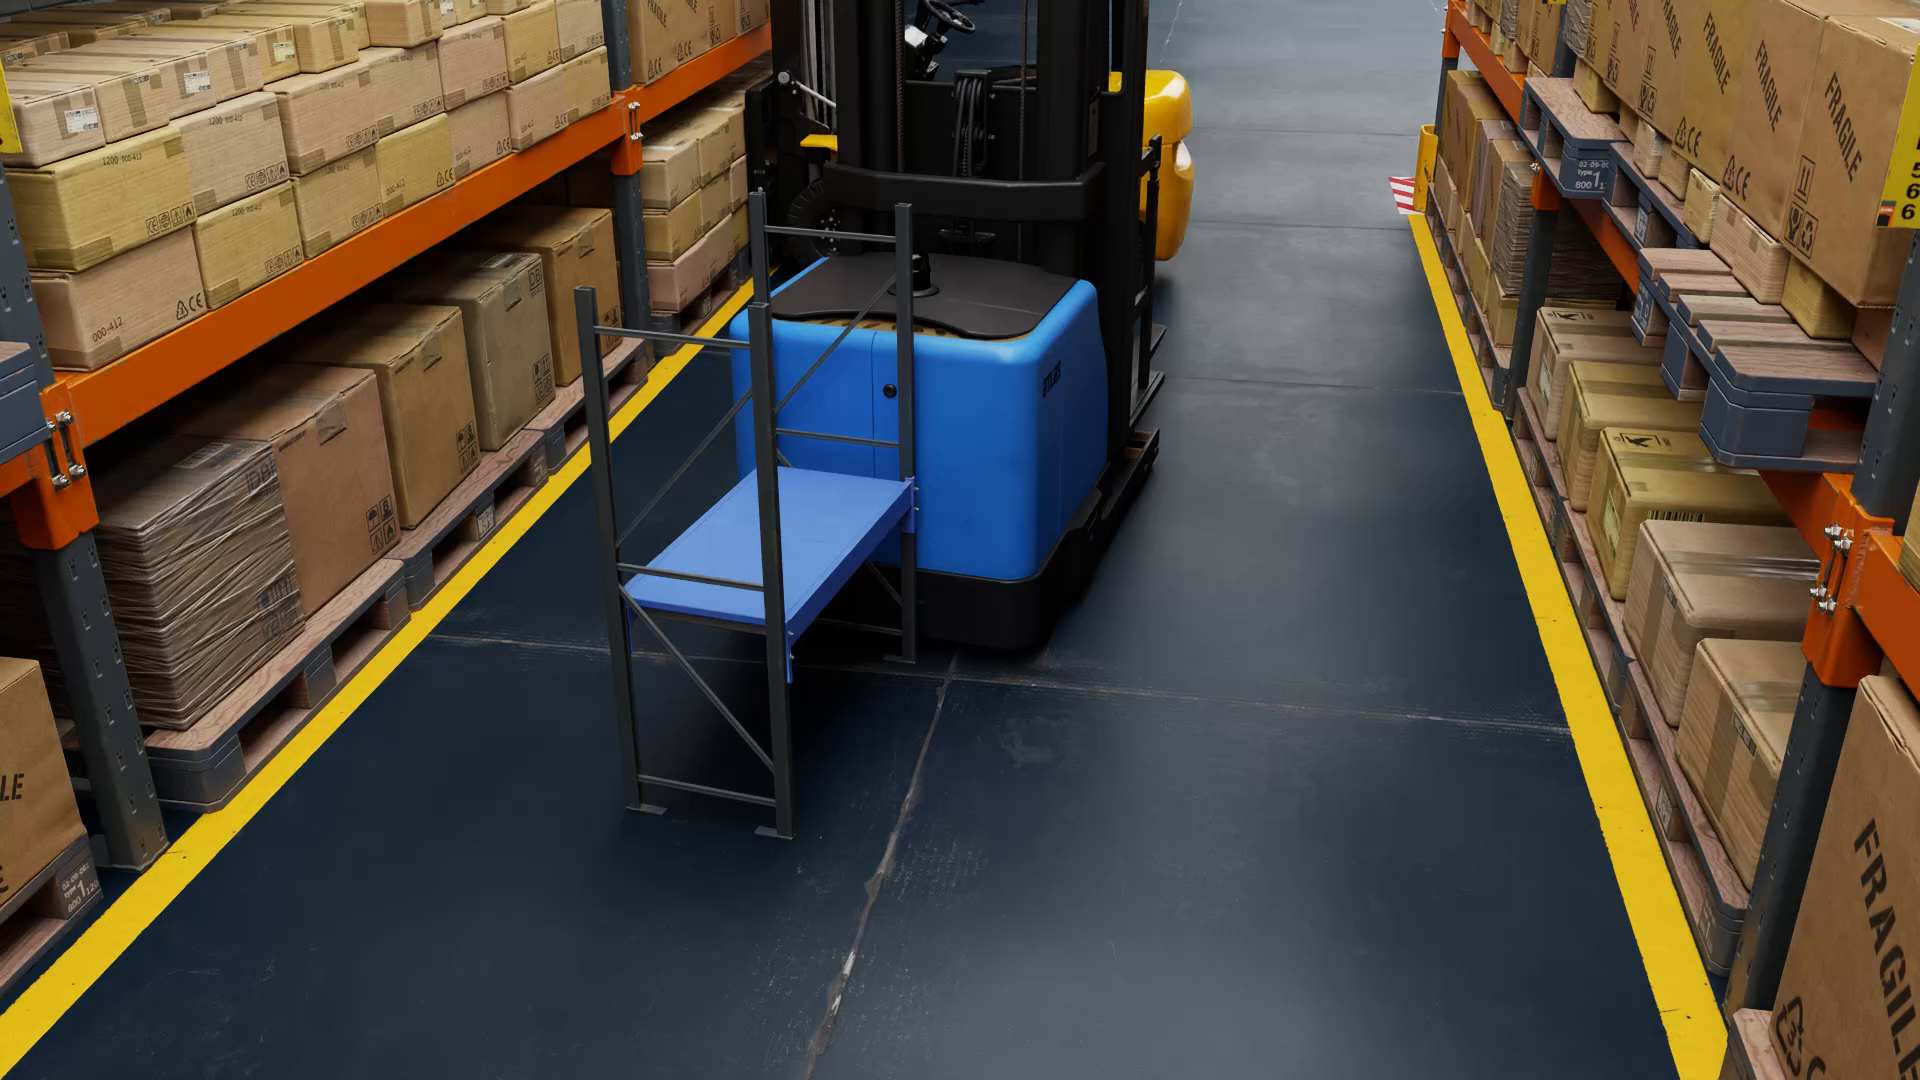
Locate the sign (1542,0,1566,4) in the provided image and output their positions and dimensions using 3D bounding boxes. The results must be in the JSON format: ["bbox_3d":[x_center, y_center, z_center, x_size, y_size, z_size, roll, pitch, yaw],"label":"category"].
[{"bbox_3d":[2.384,-2.297,6.597,0.100,0.325,0.005,4,25,9],"label":"sign"}]

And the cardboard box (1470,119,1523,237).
[{"bbox_3d":[2.916,-1.847,8.521,0.500,0.500,0.500,5,26,11],"label":"cardboard box"}]

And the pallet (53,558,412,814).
[{"bbox_3d":[-2.458,0.382,5.185,1.003,0.211,1.213,4,25,9],"label":"pallet"}]

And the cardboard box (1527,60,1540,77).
[{"bbox_3d":[2.706,-2.017,7.317,0.380,0.149,0.250,5,25,10],"label":"cardboard box"}]

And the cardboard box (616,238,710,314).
[{"bbox_3d":[-1.572,-1.337,8.316,0.500,0.250,0.500,4,25,9],"label":"cardboard box"}]

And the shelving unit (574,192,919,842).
[{"bbox_3d":[-0.534,-0.106,4.706,0.538,1.500,1.048,8,26,16],"label":"shelving unit"}]

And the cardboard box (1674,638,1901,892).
[{"bbox_3d":[2.369,0.567,4.104,0.950,0.372,0.625,2,25,5],"label":"cardboard box"}]

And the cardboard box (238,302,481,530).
[{"bbox_3d":[-2.307,-0.470,6.021,0.875,0.625,0.625,3,25,6],"label":"cardboard box"}]

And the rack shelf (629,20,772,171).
[{"bbox_3d":[-1.651,-2.723,9.378,1.077,0.370,4.000,4,25,9],"label":"rack shelf"}]

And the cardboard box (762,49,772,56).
[{"bbox_3d":[-1.091,-3.069,10.837,0.500,0.250,0.500,5,26,10],"label":"cardboard box"}]

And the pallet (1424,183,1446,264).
[{"bbox_3d":[3.394,-1.911,10.084,1.003,0.211,1.213,4,25,9],"label":"pallet"}]

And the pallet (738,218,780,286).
[{"bbox_3d":[-1.609,-1.791,9.827,1.003,0.211,1.213,4,25,9],"label":"pallet"}]

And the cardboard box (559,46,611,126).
[{"bbox_3d":[-1.802,-1.916,6.981,0.500,0.250,0.500,5,25,10],"label":"cardboard box"}]

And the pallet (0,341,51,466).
[{"bbox_3d":[-2.673,-0.164,3.289,1.213,0.211,1.003,4,25,9],"label":"pallet"}]

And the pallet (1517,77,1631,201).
[{"bbox_3d":[2.652,-1.474,6.086,1.003,0.211,1.213,4,25,9],"label":"pallet"}]

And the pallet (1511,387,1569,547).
[{"bbox_3d":[2.794,-0.282,6.602,1.003,0.211,1.213,4,25,9],"label":"pallet"}]

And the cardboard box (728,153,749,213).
[{"bbox_3d":[-1.420,-1.985,9.111,0.500,0.250,0.500,4,25,8],"label":"cardboard box"}]

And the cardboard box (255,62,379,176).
[{"bbox_3d":[-2.131,-1.294,5.063,0.500,0.250,0.500,3,25,7],"label":"cardboard box"}]

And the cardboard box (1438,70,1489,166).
[{"bbox_3d":[3.166,-2.499,9.915,0.500,0.500,0.500,3,25,7],"label":"cardboard box"}]

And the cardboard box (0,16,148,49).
[{"bbox_3d":[-2.652,-1.461,4.951,0.380,0.149,0.250,4,25,8],"label":"cardboard box"}]

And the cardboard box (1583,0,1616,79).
[{"bbox_3d":[2.479,-1.855,5.710,0.500,0.500,0.500,4,25,9],"label":"cardboard box"}]

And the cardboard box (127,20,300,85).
[{"bbox_3d":[-2.188,-1.430,4.883,0.380,0.149,0.250,4,25,9],"label":"cardboard box"}]

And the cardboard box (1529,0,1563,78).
[{"bbox_3d":[2.747,-2.253,7.057,0.500,0.500,0.500,3,25,7],"label":"cardboard box"}]

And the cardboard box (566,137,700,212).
[{"bbox_3d":[-1.589,-1.791,8.106,0.500,0.250,0.500,4,25,8],"label":"cardboard box"}]

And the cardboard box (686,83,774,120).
[{"bbox_3d":[-1.332,-2.432,9.476,0.500,0.250,0.500,4,25,7],"label":"cardboard box"}]

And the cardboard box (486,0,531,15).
[{"bbox_3d":[-1.843,-2.066,6.243,0.380,0.149,0.250,3,25,7],"label":"cardboard box"}]

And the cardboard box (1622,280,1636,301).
[{"bbox_3d":[3.283,-1.383,7.529,0.500,0.500,0.500,5,26,11],"label":"cardboard box"}]

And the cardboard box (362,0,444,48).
[{"bbox_3d":[-1.961,-1.741,5.547,0.380,0.149,0.250,3,25,7],"label":"cardboard box"}]

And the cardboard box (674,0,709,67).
[{"bbox_3d":[-1.579,-2.644,8.243,0.500,0.500,0.500,4,25,9],"label":"cardboard box"}]

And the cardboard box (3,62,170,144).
[{"bbox_3d":[-2.246,-1.103,4.186,0.380,0.149,0.250,5,25,10],"label":"cardboard box"}]

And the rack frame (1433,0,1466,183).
[{"bbox_3d":[3.574,-3.543,10.281,1.000,3.000,0.127,4,25,9],"label":"rack frame"}]

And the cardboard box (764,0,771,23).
[{"bbox_3d":[-1.322,-3.276,9.593,0.500,0.500,0.500,4,25,8],"label":"cardboard box"}]

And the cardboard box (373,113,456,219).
[{"bbox_3d":[-2.067,-1.283,5.630,0.500,0.250,0.500,5,26,10],"label":"cardboard box"}]

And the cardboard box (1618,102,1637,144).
[{"bbox_3d":[2.414,-1.405,5.514,0.380,0.149,0.250,4,25,9],"label":"cardboard box"}]

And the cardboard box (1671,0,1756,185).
[{"bbox_3d":[2.221,-1.205,4.322,0.500,0.500,0.500,2,25,5],"label":"cardboard box"}]

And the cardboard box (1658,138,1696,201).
[{"bbox_3d":[2.263,-1.081,4.821,0.380,0.149,0.250,3,25,7],"label":"cardboard box"}]

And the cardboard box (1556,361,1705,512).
[{"bbox_3d":[2.723,-0.350,6.063,0.950,0.372,0.625,6,26,12],"label":"cardboard box"}]

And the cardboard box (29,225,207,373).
[{"bbox_3d":[-2.317,-0.640,4.257,0.500,0.250,0.500,4,25,9],"label":"cardboard box"}]

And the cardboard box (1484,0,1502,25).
[{"bbox_3d":[2.984,-2.901,8.440,0.500,0.500,0.500,4,25,7],"label":"cardboard box"}]

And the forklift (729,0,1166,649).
[{"bbox_3d":[0.191,-1.579,6.166,1.130,2.935,3.031,8,26,16],"label":"forklift"}]

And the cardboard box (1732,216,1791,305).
[{"bbox_3d":[2.057,-0.653,3.907,0.380,0.149,0.250,4,25,8],"label":"cardboard box"}]

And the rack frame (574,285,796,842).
[{"bbox_3d":[-0.689,0.100,4.268,0.500,1.500,0.032,8,26,16],"label":"rack frame"}]

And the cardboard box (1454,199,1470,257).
[{"bbox_3d":[3.002,-1.728,9.151,0.500,0.250,0.500,6,26,12],"label":"cardboard box"}]

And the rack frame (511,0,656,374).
[{"bbox_3d":[-1.977,-2.213,7.439,1.000,3.000,0.127,4,25,9],"label":"rack frame"}]

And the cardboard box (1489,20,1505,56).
[{"bbox_3d":[2.912,-2.552,8.460,0.380,0.149,0.250,4,25,9],"label":"cardboard box"}]

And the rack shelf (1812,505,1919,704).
[{"bbox_3d":[1.940,0.965,1.499,1.077,0.370,4.000,4,25,9],"label":"rack shelf"}]

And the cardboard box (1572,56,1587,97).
[{"bbox_3d":[2.518,-1.737,6.224,0.380,0.149,0.250,4,25,9],"label":"cardboard box"}]

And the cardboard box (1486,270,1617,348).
[{"bbox_3d":[2.752,-1.081,7.769,0.500,0.250,0.500,5,26,11],"label":"cardboard box"}]

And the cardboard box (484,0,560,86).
[{"bbox_3d":[-1.882,-1.932,6.427,0.500,0.250,0.500,3,25,7],"label":"cardboard box"}]

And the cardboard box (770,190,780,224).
[{"bbox_3d":[-1.333,-1.977,9.684,0.500,0.250,0.500,5,26,10],"label":"cardboard box"}]
